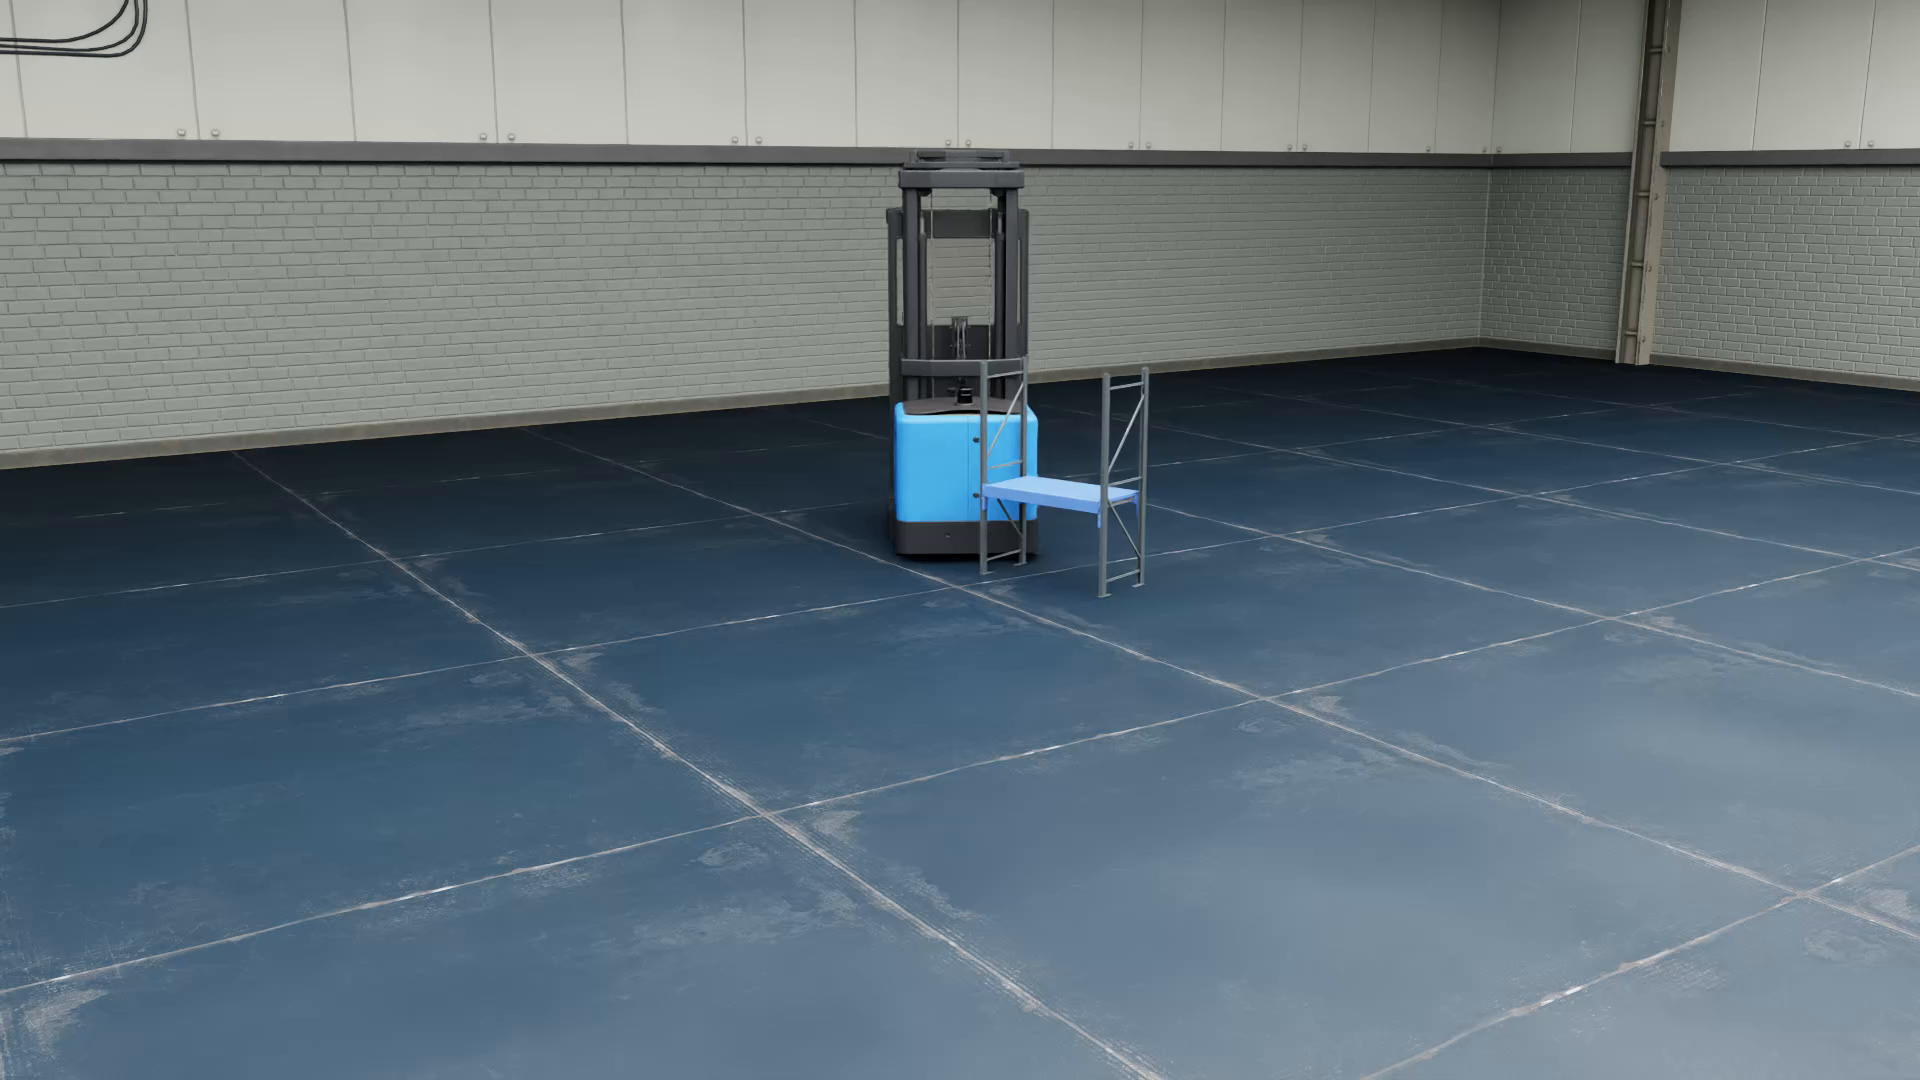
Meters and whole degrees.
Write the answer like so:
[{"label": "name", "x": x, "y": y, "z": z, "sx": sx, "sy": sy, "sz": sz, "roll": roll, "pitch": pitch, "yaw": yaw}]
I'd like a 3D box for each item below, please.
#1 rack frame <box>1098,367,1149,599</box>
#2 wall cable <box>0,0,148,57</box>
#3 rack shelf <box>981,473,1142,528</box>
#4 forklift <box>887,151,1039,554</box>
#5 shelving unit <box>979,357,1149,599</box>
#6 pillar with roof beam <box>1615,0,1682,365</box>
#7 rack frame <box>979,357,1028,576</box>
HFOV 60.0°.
[{"label": "rack frame", "x": 1.094, "y": -0.385, "z": 11.114, "sx": 0.032, "sy": 1.500, "sz": 0.500, "roll": 10, "pitch": 16, "yaw": 38}, {"label": "wall cable", "x": -8.722, "y": -6.791, "z": 14.889, "sx": 2.305, "sy": 6.003, "sz": 0.169, "roll": -8, "pitch": 15, "yaw": -33}, {"label": "rack shelf", "x": 0.701, "y": -0.279, "z": 11.467, "sx": 1.000, "sy": 0.185, "sz": 0.538, "roll": 10, "pitch": 16, "yaw": 38}, {"label": "forklift", "x": -0.026, "y": -1.586, "z": 13.255, "sx": 1.130, "sy": 2.935, "sz": 3.031, "roll": -1, "pitch": 12, "yaw": -3}, {"label": "shelving unit", "x": 0.701, "y": -0.454, "z": 11.429, "sx": 1.048, "sy": 1.500, "sz": 0.538, "roll": 10, "pitch": 16, "yaw": 38}, {"label": "pillar with roof beam", "x": 6.537, "y": -6.547, "z": 21.735, "sx": 9.100, "sy": 9.000, "sz": 0.400, "roll": -8, "pitch": 15, "yaw": -33}, {"label": "rack frame", "x": 0.308, "y": -0.523, "z": 11.743, "sx": 0.032, "sy": 1.500, "sz": 0.500, "roll": 10, "pitch": 16, "yaw": 38}]
